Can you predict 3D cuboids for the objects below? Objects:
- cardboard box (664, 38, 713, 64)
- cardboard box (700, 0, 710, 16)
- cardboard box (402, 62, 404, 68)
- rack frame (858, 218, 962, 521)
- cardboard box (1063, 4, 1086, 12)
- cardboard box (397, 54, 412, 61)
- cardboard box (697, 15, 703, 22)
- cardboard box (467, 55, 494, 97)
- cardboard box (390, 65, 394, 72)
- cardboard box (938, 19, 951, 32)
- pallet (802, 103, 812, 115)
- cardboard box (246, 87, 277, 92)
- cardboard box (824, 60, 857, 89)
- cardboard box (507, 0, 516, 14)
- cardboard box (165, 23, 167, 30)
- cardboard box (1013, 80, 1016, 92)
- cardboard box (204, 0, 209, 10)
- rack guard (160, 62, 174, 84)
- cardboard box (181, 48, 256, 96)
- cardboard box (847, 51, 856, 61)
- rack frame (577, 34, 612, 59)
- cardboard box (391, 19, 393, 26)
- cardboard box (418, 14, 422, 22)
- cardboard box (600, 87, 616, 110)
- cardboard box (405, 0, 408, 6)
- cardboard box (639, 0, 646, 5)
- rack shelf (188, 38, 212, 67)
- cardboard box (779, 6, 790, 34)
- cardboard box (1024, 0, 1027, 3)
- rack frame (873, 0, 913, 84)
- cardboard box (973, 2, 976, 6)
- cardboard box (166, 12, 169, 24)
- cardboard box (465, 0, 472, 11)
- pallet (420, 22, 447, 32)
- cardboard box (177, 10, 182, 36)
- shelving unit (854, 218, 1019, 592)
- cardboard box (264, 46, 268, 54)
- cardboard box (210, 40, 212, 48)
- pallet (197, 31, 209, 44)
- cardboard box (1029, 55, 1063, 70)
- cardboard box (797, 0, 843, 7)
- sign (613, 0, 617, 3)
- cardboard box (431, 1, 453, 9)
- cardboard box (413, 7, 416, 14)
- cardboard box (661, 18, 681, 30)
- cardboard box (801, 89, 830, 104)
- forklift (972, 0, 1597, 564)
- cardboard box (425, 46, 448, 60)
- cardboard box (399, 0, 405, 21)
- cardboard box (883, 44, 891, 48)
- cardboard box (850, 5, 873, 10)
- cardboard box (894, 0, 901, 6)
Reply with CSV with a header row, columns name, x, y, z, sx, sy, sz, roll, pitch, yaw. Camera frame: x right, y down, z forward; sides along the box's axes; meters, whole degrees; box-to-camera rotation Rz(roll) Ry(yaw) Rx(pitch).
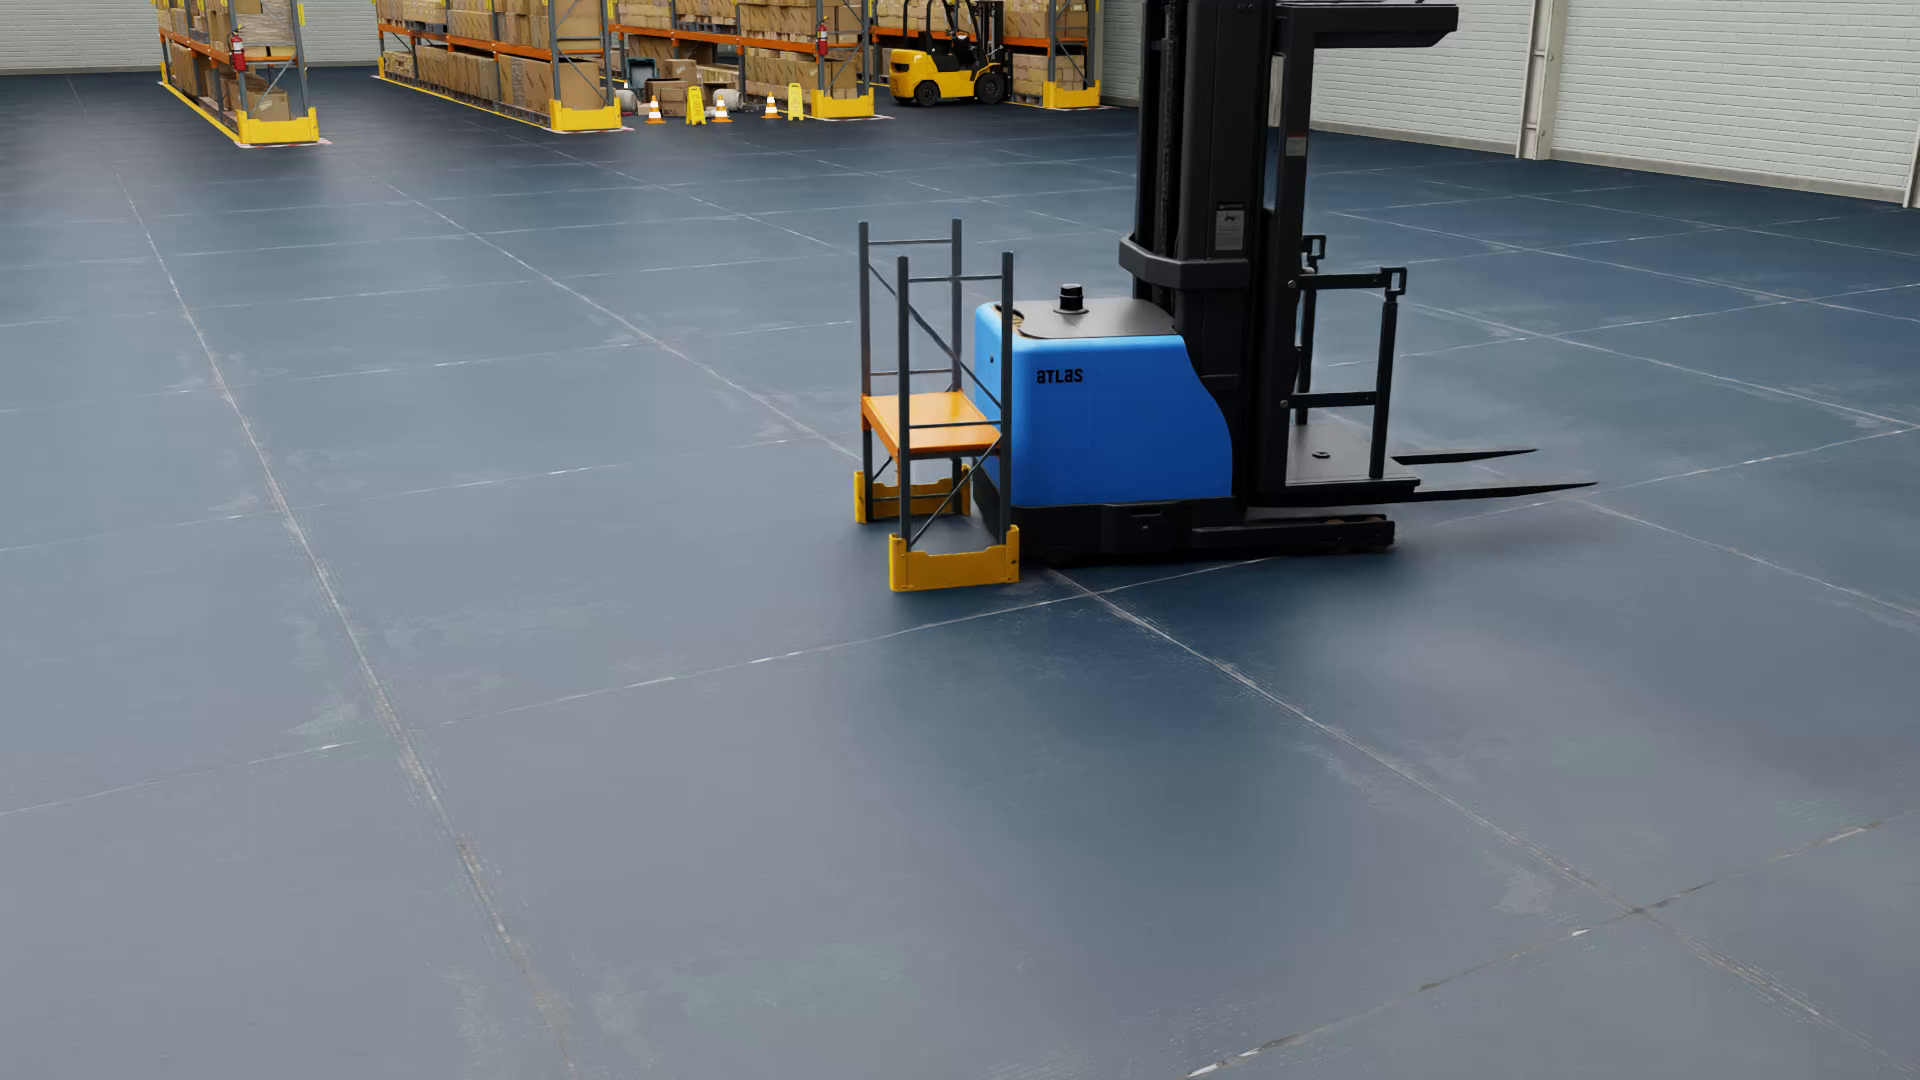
name,x,y,z,sx,sy,sz,roll,pitch,yaw
cardboard box,-6.208,-11.033,38.119,0.875,0.875,0.875,-10,22,-27
cardboard box,-5.201,-11.404,35.329,0.500,0.500,0.500,-11,22,-29
cardboard box,-13.153,-11.400,39.841,0.380,0.149,0.250,-11,22,-29
rack frame,-0.240,-0.826,8.225,0.500,1.500,0.032,-4,19,-12
cardboard box,2.280,-10.592,33.082,0.380,0.149,0.250,-11,22,-28
cardboard box,-13.243,-11.537,39.782,0.380,0.149,0.250,-11,22,-29
cardboard box,-5.473,-11.274,35.946,0.380,0.149,0.250,-9,21,-23
cardboard box,-9.191,-9.260,33.174,1.050,0.750,0.750,-10,21,-27
cardboard box,-13.748,-11.556,40.749,0.380,0.149,0.250,-10,21,-26
cardboard box,-0.156,-11.282,36.459,0.500,0.250,0.500,-9,21,-25
pallet,-2.545,-8.273,31.784,1.003,0.211,1.213,-10,21,-27
cardboard box,-11.752,-7.344,28.003,0.500,0.500,0.500,-8,21,-22
cardboard box,-2.306,-8.865,31.646,0.500,0.500,0.500,-11,22,-28
cardboard box,-7.718,-9.837,30.156,0.875,0.550,0.550,-10,21,-27
cardboard box,-17.617,-11.528,37.325,0.380,0.149,0.250,-10,22,-28
cardboard box,1.254,-9.375,34.272,0.500,0.250,0.500,-10,21,-26
cardboard box,-12.785,-9.436,28.737,0.500,0.500,0.500,-10,21,-27
rack guard,-18.485,-11.214,39.864,1.175,0.500,0.348,-10,21,-27
cardboard box,-14.984,-9.488,33.642,1.225,0.875,0.875,-11,22,-29
cardboard box,-2.456,-11.797,40.910,0.500,0.500,0.500,-9,21,-24
rack frame,-9.752,-13.924,43.885,1.000,3.000,0.127,-10,21,-27
cardboard box,-13.514,-12.503,40.153,0.380,0.149,0.250,-10,22,-28
cardboard box,-11.637,-11.429,36.394,0.380,0.149,0.250,-11,22,-29
cardboard box,-6.722,-8.216,31.172,0.500,0.500,0.500,-6,20,-17
cardboard box,-12.241,-12.078,37.363,0.380,0.149,0.250,-9,21,-25
cardboard box,-7.143,-12.691,38.626,0.500,0.500,0.500,-10,22,-28
rack shelf,-13.725,-9.178,31.234,1.077,0.370,4.000,-10,21,-27
cardboard box,-3.123,-9.921,31.673,0.500,0.500,0.500,-10,21,-27
cardboard box,1.512,-10.885,33.475,0.380,0.149,0.250,-10,21,-26
rack frame,-1.586,-12.397,39.461,1.000,3.000,0.127,-10,21,-27
cardboard box,0.506,-11.326,35.208,0.380,0.149,0.250,-10,21,-27
cardboard box,-17.262,-11.545,36.763,0.500,0.250,0.500,-9,21,-25
cardboard box,-9.570,-10.929,33.520,0.700,0.500,0.500,-10,22,-27
pallet,-11.237,-11.303,36.583,1.003,0.211,1.213,-10,21,-27
cardboard box,-15.849,-10.682,34.335,0.500,0.500,0.500,-10,21,-26
shelving unit,-0.132,-0.667,7.765,0.587,1.500,1.083,-4,19,-12
cardboard box,-11.145,-8.013,27.140,0.380,0.149,0.250,-10,21,-27
cardboard box,-12.938,-8.717,29.180,0.380,0.149,0.250,-10,21,-27
pallet,-13.698,-9.440,31.184,1.003,0.211,1.213,-10,21,-27
cardboard box,1.719,-9.556,33.265,0.500,0.250,0.500,-9,21,-25
cardboard box,-2.589,-10.104,30.673,0.700,0.500,0.500,-11,22,-28
sign,-8.340,-13.136,40.152,0.100,0.325,0.005,-10,21,-27
cardboard box,-10.898,-11.262,35.001,0.380,0.149,0.250,-11,22,-29
cardboard box,-11.877,-11.716,36.772,0.380,0.149,0.250,-9,21,-24
cardboard box,-6.422,-11.661,37.558,0.500,0.250,0.500,-11,22,-29
cardboard box,-2.786,-8.427,31.526,0.500,0.250,0.500,-10,21,-27
forklift,1.627,-1.485,7.941,3.031,2.935,1.130,-3,19,-9
cardboard box,-11.549,-10.799,36.866,0.500,0.250,0.500,-9,21,-25
cardboard box,-12.639,-12.263,38.462,0.500,0.500,0.500,-10,21,-27
cardboard box,-1.662,-11.999,40.501,0.380,0.149,0.250,-9,21,-25
cardboard box,-2.372,-12.778,40.149,0.500,0.250,0.500,-11,22,-29
cardboard box,-1.287,-12.395,38.305,0.380,0.149,0.250,-10,21,-26
